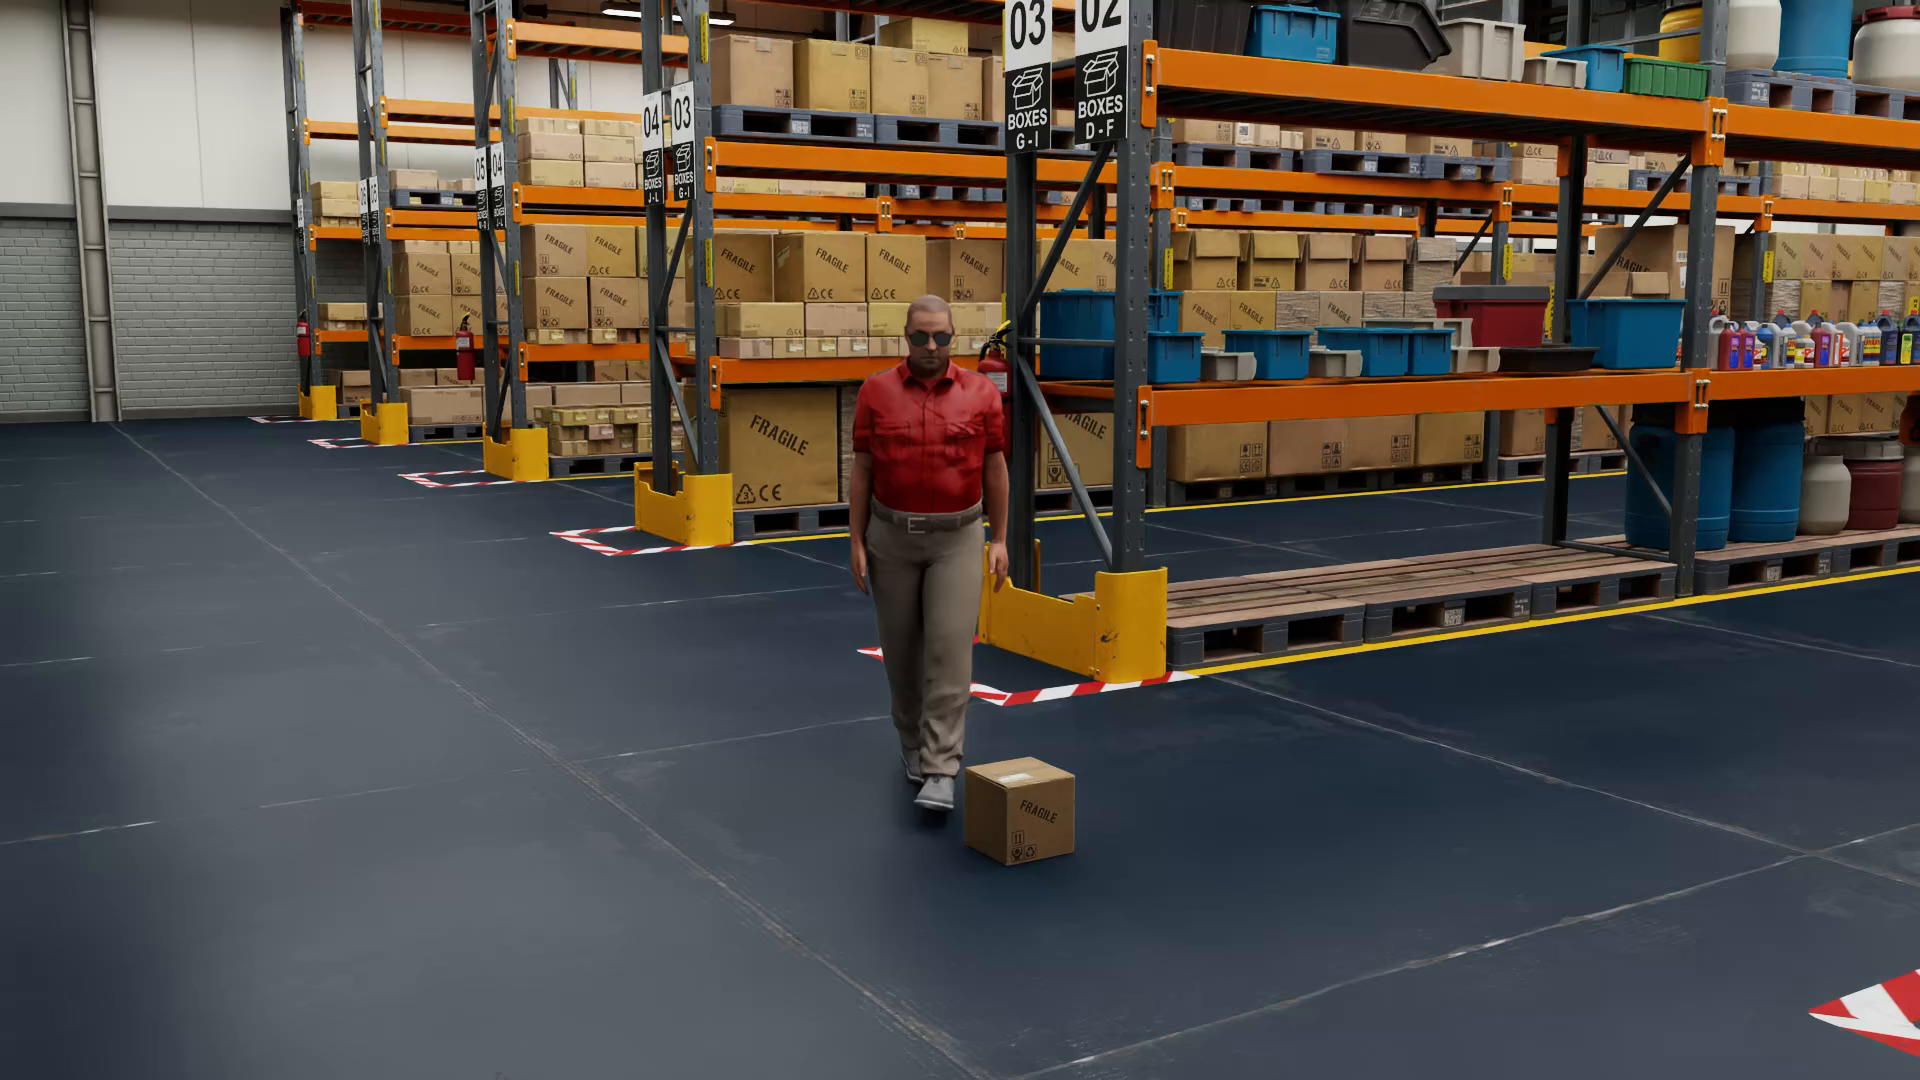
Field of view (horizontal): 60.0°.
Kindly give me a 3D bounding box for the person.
[{"bbox_3d":[-0.112,0.035,5.630,0.550,1.712,0.770,0,8,3],"label":"person"}]
